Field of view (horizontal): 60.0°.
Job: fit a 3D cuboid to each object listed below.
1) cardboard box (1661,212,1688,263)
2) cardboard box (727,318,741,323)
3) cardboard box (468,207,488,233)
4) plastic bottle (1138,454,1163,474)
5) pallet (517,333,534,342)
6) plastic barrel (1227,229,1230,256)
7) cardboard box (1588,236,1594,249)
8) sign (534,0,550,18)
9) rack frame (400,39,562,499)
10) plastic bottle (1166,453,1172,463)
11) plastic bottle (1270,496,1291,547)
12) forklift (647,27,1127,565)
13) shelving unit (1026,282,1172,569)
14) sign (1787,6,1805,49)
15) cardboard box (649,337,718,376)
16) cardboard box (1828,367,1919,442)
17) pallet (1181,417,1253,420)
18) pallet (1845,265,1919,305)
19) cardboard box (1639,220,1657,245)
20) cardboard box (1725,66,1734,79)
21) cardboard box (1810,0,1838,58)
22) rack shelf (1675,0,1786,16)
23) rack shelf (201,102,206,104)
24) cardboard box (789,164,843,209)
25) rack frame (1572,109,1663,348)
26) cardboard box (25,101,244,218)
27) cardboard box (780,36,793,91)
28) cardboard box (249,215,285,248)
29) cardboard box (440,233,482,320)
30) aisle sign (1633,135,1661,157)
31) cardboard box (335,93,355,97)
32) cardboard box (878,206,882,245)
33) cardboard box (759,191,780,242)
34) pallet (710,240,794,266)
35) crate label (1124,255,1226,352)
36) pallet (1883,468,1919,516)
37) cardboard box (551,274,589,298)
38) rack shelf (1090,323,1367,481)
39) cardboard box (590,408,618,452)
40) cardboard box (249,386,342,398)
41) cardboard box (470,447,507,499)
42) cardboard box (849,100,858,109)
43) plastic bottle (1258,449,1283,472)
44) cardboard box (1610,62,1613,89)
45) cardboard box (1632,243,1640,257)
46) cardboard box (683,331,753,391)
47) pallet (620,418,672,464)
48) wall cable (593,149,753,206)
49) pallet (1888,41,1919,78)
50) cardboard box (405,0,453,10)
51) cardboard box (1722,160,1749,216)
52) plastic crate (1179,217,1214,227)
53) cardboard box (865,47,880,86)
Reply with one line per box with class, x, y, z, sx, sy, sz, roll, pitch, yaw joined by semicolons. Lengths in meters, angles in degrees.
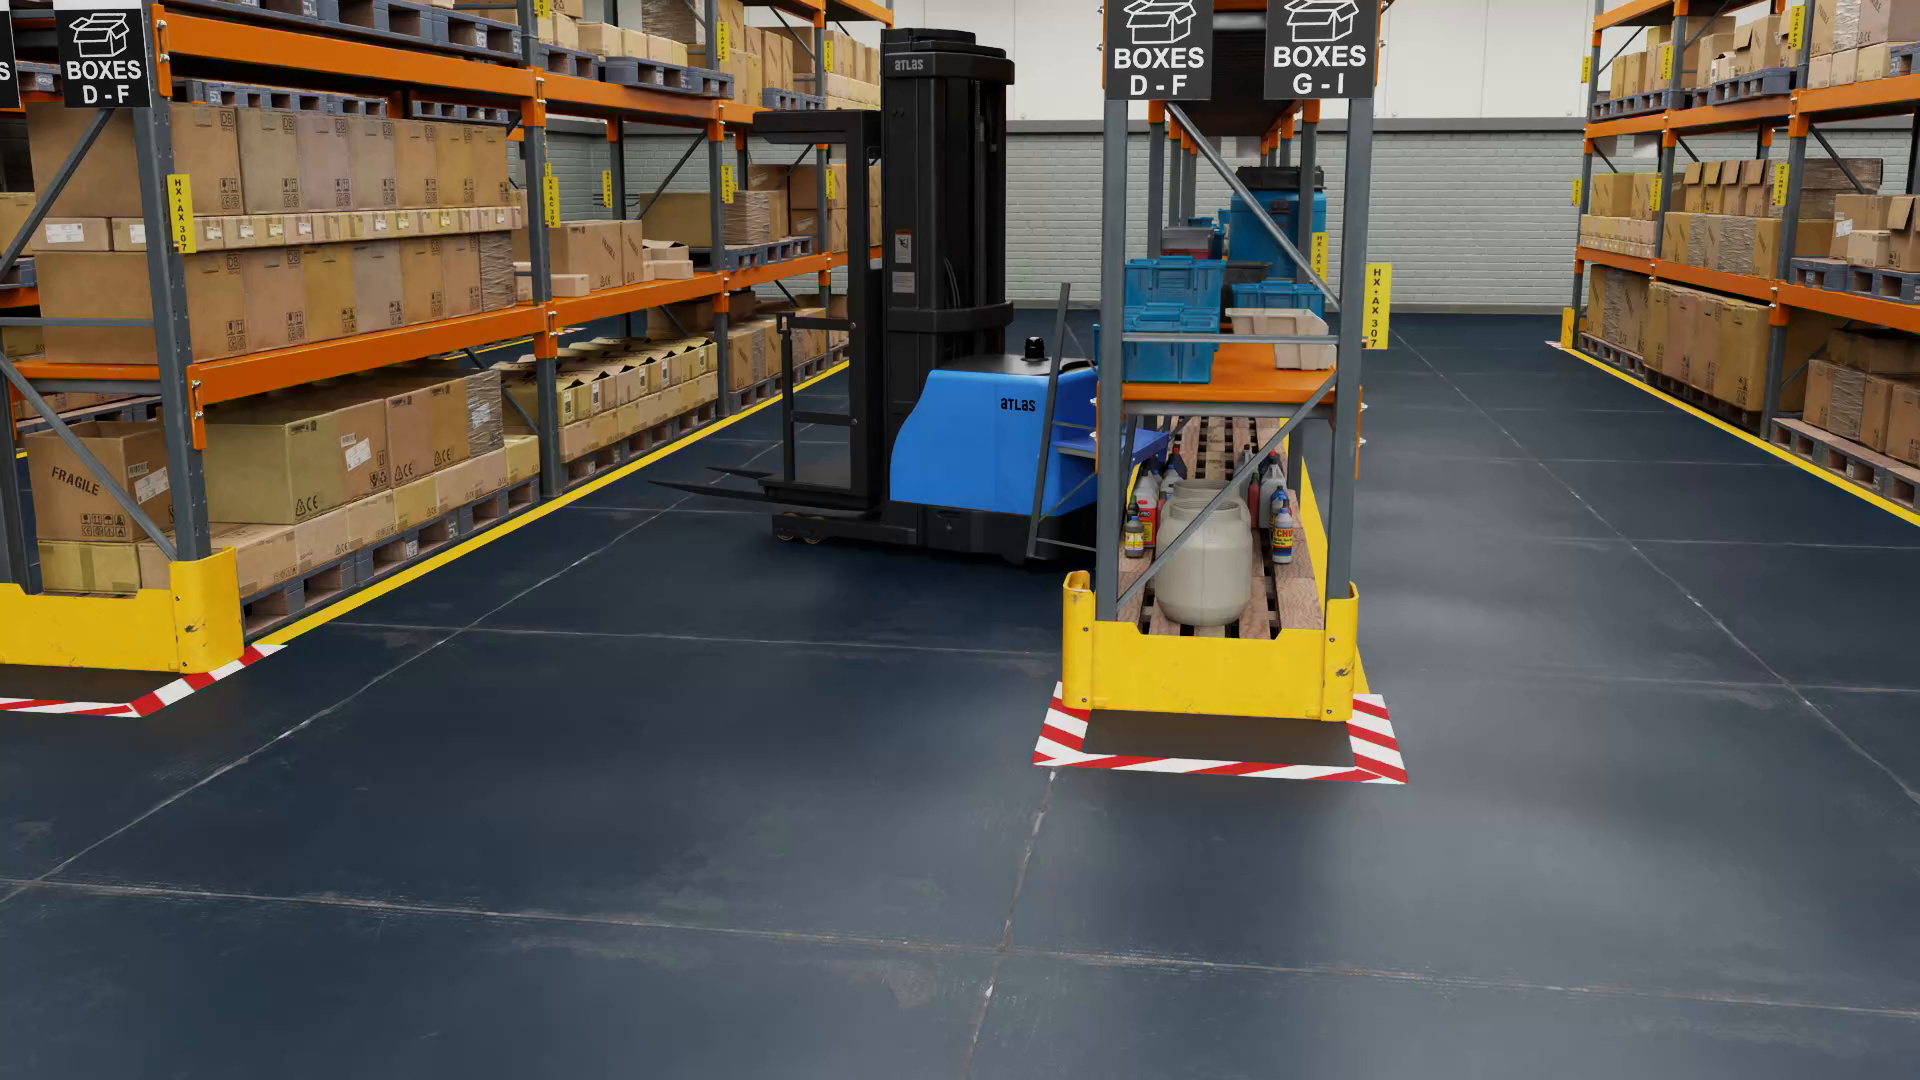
cardboard box;7.472;-3.076;16.911;0.500;0.500;0.500;2;12;9
cardboard box;-2.547;-2.017;17.121;0.500;0.500;0.500;1;12;7
cardboard box;-3.137;-1.968;10.229;0.380;0.149;0.250;2;12;7
plastic bottle;1.131;-0.376;9.861;0.144;0.351;0.185;2;12;10
pallet;-6.324;-2.897;22.936;1.003;0.211;1.213;2;12;9
plastic barrel;2.508;-2.403;13.702;0.600;0.536;0.708;2;12;9
cardboard box;7.947;-3.655;20.430;0.380;0.149;0.250;2;12;7
sign;-2.680;-3.512;10.634;0.100;0.325;0.005;2;12;9
rack frame;-3.229;-1.772;11.094;1.000;3.000;0.127;2;12;9
plastic bottle;1.266;-0.374;10.012;0.061;0.283;0.133;2;12;9
plastic bottle;1.690;-0.098;8.759;0.097;0.271;0.097;0;12;0
forklift;-0.541;-1.498;9.989;3.031;2.935;1.130;7;14;29
shelving unit;0.851;-0.684;9.386;0.538;1.500;1.048;11;13;17
sign;6.627;-4.060;13.178;0.100;0.325;0.005;2;12;9
cardboard box;-2.451;-1.623;14.601;0.500;0.311;0.500;2;12;10
cardboard box;7.019;-1.020;12.494;0.700;0.500;0.500;1;12;4
pallet;2.361;-1.245;15.271;1.003;0.211;1.213;2;12;9
pallet;6.910;-1.775;11.567;1.003;0.211;1.213;2;12;9
cardboard box;7.598;-3.288;17.779;0.500;0.250;0.500;2;12;8
cardboard box;7.412;-4.359;15.579;0.380;0.149;0.250;1;12;6
cardboard box;6.848;-3.953;12.671;0.500;0.500;0.500;2;12;9
rack shelf;7.482;-5.084;14.883;1.077;0.370;4.000;2;12;9
rack shelf;-7.201;-4.295;17.391;1.077;0.370;4.000;2;12;9
cardboard box;-1.648;-4.064;19.119;0.500;0.500;0.500;2;12;10
rack frame;8.405;-3.948;21.192;1.000;3.000;0.127;2;12;9
cardboard box;-3.751;-1.730;7.584;0.700;0.500;0.500;2;12;9
cardboard box;-2.149;-5.104;17.965;0.600;0.600;0.600;1;12;3
cardboard box;-3.493;-1.487;7.995;0.380;0.149;0.250;2;12;9
cardboard box;-3.365;-1.618;10.144;0.700;0.500;0.500;2;12;8
aisle sign;8.712;-5.224;20.943;0.394;0.787;0.004;2;12;9
cardboard box;-7.137;-5.147;18.356;0.700;0.500;0.500;1;12;6
cardboard box;-1.259;-4.108;21.700;0.500;0.500;0.500;2;12;9
cardboard box;-2.209;-3.321;17.051;0.700;0.500;0.500;-1;12;-6
pallet;-2.319;-2.916;16.857;1.003;0.211;1.213;2;12;9
crate label;1.066;-1.187;8.297;0.502;0.435;0.616;2;12;9
pallet;6.678;-0.249;10.647;1.003;0.211;1.213;2;12;9
cardboard box;-2.890;-1.827;11.946;0.380;0.149;0.250;2;12;9
rack shelf;1.358;-0.842;8.490;1.077;0.370;4.000;2;12;9
cardboard box;-2.842;-0.815;12.186;0.500;0.250;0.500;2;12;10
cardboard box;-3.838;-0.601;9.411;0.500;0.500;0.500;2;12;9
cardboard box;-3.171;-0.425;10.377;0.500;0.250;0.500;2;12;9
cardboard box;-1.520;-5.131;19.919;0.500;0.250;0.500;2;12;9
plastic bottle;1.851;-0.387;9.913;0.144;0.351;0.185;2;12;7
cardboard box;8.378;-5.607;20.301;0.700;0.500;0.500;1;12;5
cardboard box;7.592;-3.174;18.196;0.380;0.149;0.250;2;12;8
cardboard box;-2.261;-1.683;15.572;0.500;0.500;0.500;2;12;11
pallet;-2.969;-0.818;13.287;1.003;0.211;1.213;2;12;9
wall cable;-5.055;-7.010;28.531;3.097;2.526;0.112;2;12;9
pallet;6.916;-3.166;10.888;1.213;0.211;1.003;2;12;9
cardboard box;-3.144;-3.129;9.540;0.380;0.149;0.250;2;12;9
cardboard box;7.503;-3.249;15.330;0.797;0.503;0.637;2;12;10
plastic crate;2.630;-3.406;18.571;0.392;0.384;0.575;2;12;9
cardboard box;-1.446;-6.166;21.755;0.700;0.500;0.500;2;12;9
